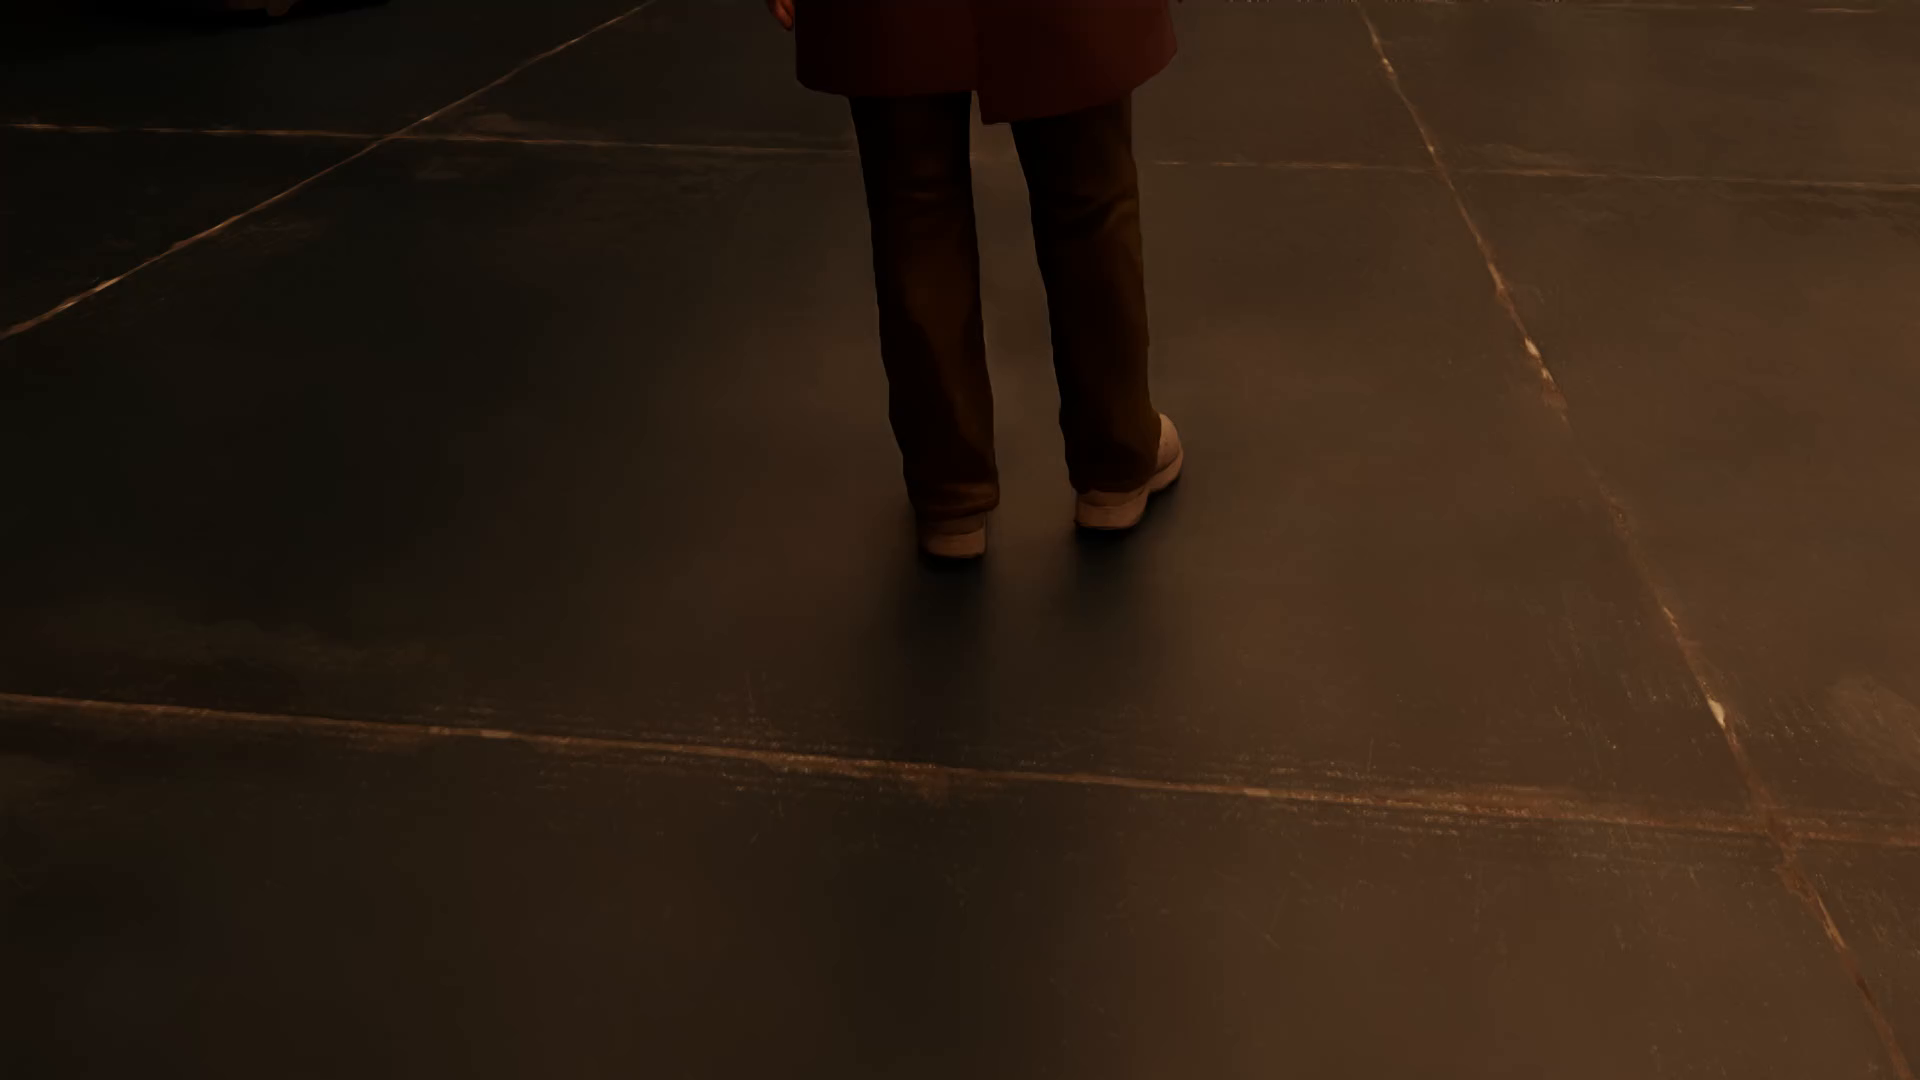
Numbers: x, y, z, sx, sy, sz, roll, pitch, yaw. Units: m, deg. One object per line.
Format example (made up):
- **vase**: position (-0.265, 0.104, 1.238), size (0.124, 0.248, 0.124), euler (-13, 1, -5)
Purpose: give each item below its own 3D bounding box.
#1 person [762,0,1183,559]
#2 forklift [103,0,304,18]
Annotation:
- **person**: position (0.017, -0.842, 2.180), size (0.694, 1.776, 0.580), euler (3, 27, 7)
- **forklift**: position (-2.575, -3.976, 7.187), size (1.130, 2.935, 3.031), euler (13, 29, 24)
